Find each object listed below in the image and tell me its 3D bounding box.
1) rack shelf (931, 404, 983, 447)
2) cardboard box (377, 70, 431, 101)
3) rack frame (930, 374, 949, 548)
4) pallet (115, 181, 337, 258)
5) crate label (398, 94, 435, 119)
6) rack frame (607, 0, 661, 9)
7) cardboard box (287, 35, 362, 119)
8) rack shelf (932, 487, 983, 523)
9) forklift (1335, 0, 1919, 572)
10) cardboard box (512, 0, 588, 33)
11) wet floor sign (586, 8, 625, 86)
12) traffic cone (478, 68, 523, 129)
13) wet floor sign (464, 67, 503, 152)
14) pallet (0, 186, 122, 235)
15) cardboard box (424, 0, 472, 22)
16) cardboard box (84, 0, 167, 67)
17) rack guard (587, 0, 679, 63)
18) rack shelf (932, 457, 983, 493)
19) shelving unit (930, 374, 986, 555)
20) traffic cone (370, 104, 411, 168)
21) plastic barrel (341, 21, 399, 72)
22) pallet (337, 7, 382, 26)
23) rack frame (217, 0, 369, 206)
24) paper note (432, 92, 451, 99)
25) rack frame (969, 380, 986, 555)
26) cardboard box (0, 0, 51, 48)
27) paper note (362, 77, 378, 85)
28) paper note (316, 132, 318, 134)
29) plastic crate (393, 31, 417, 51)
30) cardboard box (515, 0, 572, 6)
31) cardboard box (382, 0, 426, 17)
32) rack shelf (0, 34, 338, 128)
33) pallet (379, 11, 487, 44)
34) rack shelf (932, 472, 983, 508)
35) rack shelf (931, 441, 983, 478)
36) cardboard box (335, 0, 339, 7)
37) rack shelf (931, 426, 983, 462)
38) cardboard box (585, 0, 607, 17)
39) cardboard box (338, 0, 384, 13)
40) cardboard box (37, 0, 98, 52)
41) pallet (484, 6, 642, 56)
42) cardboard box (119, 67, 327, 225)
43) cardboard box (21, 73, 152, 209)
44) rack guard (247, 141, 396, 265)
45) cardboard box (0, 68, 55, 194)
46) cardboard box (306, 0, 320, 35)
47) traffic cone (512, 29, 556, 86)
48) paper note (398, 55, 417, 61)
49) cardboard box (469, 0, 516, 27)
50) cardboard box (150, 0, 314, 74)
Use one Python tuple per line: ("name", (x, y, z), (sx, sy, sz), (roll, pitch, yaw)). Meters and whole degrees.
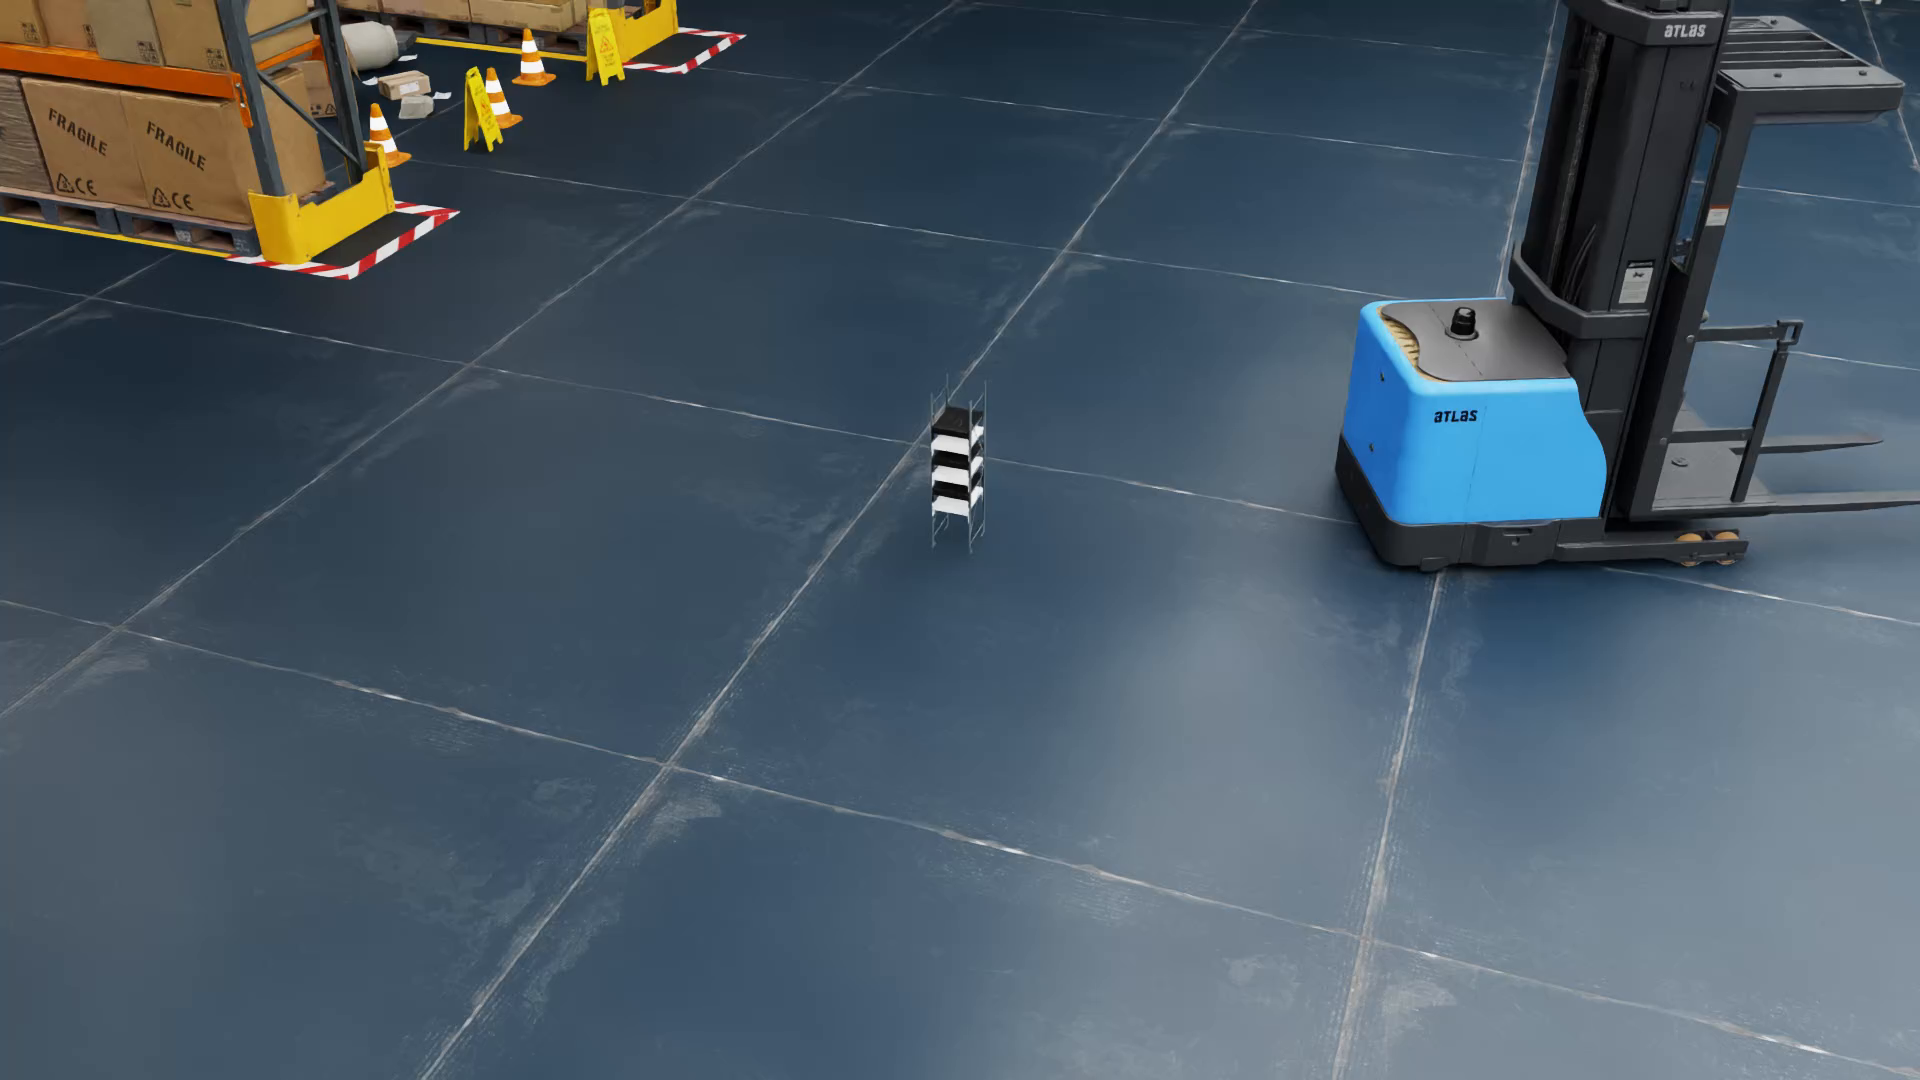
("rack shelf", (-0.008, -0.578, 8.380), (0.200, 0.077, 0.258), (11, 34, 16))
("cardboard box", (-4.994, -4.086, 14.942), (0.380, 0.149, 0.250), (-25, 40, -33))
("rack frame", (-0.103, -0.398, 8.537), (0.006, 0.900, 0.240), (11, 34, 16))
("pallet", (-5.433, -2.465, 12.373), (1.213, 0.211, 1.003), (11, 34, 16))
("crate label", (-4.734, -3.776, 14.473), (0.298, 0.136, 0.250), (-6, 33, -9))
("rack frame", (-3.079, -6.076, 15.395), (0.127, 3.000, 1.000), (11, 34, 16))
("cardboard box", (-5.587, -4.056, 14.568), (0.637, 0.503, 0.797), (-11, 35, -17))
("rack shelf", (-0.008, -0.200, 8.624), (0.200, 0.077, 0.258), (11, 34, 16))
("forklift", (3.620, -1.382, 8.189), (3.031, 2.935, 1.130), (-2, 33, -4))
("cardboard box", (-3.953, -5.112, 16.050), (0.500, 0.250, 0.500), (11, 34, 16))
("wet floor sign", (-3.261, -4.506, 15.134), (0.232, 0.644, 0.267), (24, 40, 32))
("traffic cone", (-3.973, -3.801, 14.211), (0.334, 0.463, 0.336), (11, 34, 16))
("wet floor sign", (-3.959, -3.546, 13.648), (0.232, 0.644, 0.267), (5, 33, 8))
("pallet", (-6.578, -2.689, 12.720), (1.213, 0.211, 1.003), (11, 34, 16))
("cardboard box", (-4.910, -5.299, 16.340), (0.500, 0.250, 0.500), (10, 34, 15))
("cardboard box", (-5.544, -3.727, 11.619), (0.550, 0.550, 0.875), (11, 34, 16))
("rack guard", (-3.151, -5.040, 16.095), (0.348, 0.500, 1.175), (11, 34, 16))
("rack shelf", (-0.008, -0.352, 8.526), (0.200, 0.077, 0.258), (11, 34, 16))
("shelving unit", (-0.008, -0.380, 8.508), (0.210, 0.900, 0.258), (11, 34, 16))
("traffic cone", (-4.675, -3.286, 13.413), (0.334, 0.463, 0.336), (11, 34, 16))
("plastic barrel", (-5.534, -4.598, 15.482), (0.512, 0.421, 0.421), (-18, 37, -25))
("pallet", (-6.200, -5.532, 17.123), (1.213, 0.211, 1.003), (11, 34, 16))
("rack frame", (-4.654, -3.530, 11.452), (0.127, 3.000, 1.000), (11, 34, 16))
("paper note", (-4.640, -3.985, 14.894), (0.142, 0.019, 0.148), (0, 33, 0))
("rack frame", (0.088, -0.361, 8.479), (0.006, 0.900, 0.240), (11, 34, 16))
("cardboard box", (-6.541, -3.970, 11.995), (0.500, 0.550, 0.875), (11, 34, 16))
("paper note", (-5.389, -4.212, 15.257), (0.142, 0.019, 0.148), (24, 40, 32))
("paper note", (-5.518, -3.428, 14.033), (0.142, 0.017, 0.144), (24, 40, 32))
("plastic crate", (-5.643, -4.875, 16.227), (0.583, 0.080, 0.402), (0, 33, 0))
("cardboard box", (-3.921, -5.426, 15.844), (0.500, 0.500, 0.500), (11, 35, 17))
("cardboard box", (-5.374, -5.396, 16.489), (0.500, 0.250, 0.500), (11, 34, 16))
("rack shelf", (-6.537, -3.594, 12.214), (4.000, 0.370, 1.077), (11, 34, 16))
("pallet", (-5.048, -5.309, 16.778), (1.213, 0.211, 1.003), (11, 34, 16))
("rack shelf", (-0.008, -0.276, 8.575), (0.200, 0.077, 0.258), (11, 34, 16))
("rack shelf", (-0.008, -0.427, 8.477), (0.200, 0.077, 0.258), (11, 34, 16))
("cardboard box", (-6.380, -5.583, 16.780), (0.500, 0.250, 0.500), (9, 34, 14))
("rack shelf", (-0.008, -0.503, 8.429), (0.200, 0.077, 0.258), (11, 34, 16))
("cardboard box", (-3.745, -5.386, 16.474), (0.500, 0.250, 0.500), (11, 34, 16))
("cardboard box", (-5.874, -5.491, 16.638), (0.500, 0.250, 0.500), (13, 35, 19))
("cardboard box", (-6.028, -3.894, 11.877), (0.550, 0.550, 0.875), (11, 34, 16))
("pallet", (-3.903, -5.085, 16.431), (1.213, 0.211, 1.003), (11, 34, 16))
("cardboard box", (-5.315, -2.904, 12.054), (0.875, 0.875, 0.875), (11, 35, 17))
("cardboard box", (-6.144, -3.064, 12.302), (0.875, 0.875, 0.875), (10, 34, 16))
("rack guard", (-4.631, -2.475, 12.123), (0.348, 0.500, 1.175), (11, 34, 16))
("cardboard box", (-7.001, -3.232, 12.562), (0.875, 0.875, 0.875), (11, 35, 17))
("cardboard box", (-6.295, -4.868, 15.826), (0.500, 0.500, 0.500), (-18, 37, -25))
("traffic cone", (-3.919, -4.430, 15.185), (0.334, 0.463, 0.336), (11, 34, 16))
("paper note", (-5.260, -4.599, 15.845), (0.148, 0.019, 0.142), (0, 33, 0))
("cardboard box", (-4.416, -5.207, 16.196), (0.500, 0.250, 0.500), (11, 34, 17))
("cardboard box", (-5.018, -3.638, 11.480), (0.550, 0.550, 0.875), (11, 34, 16))
